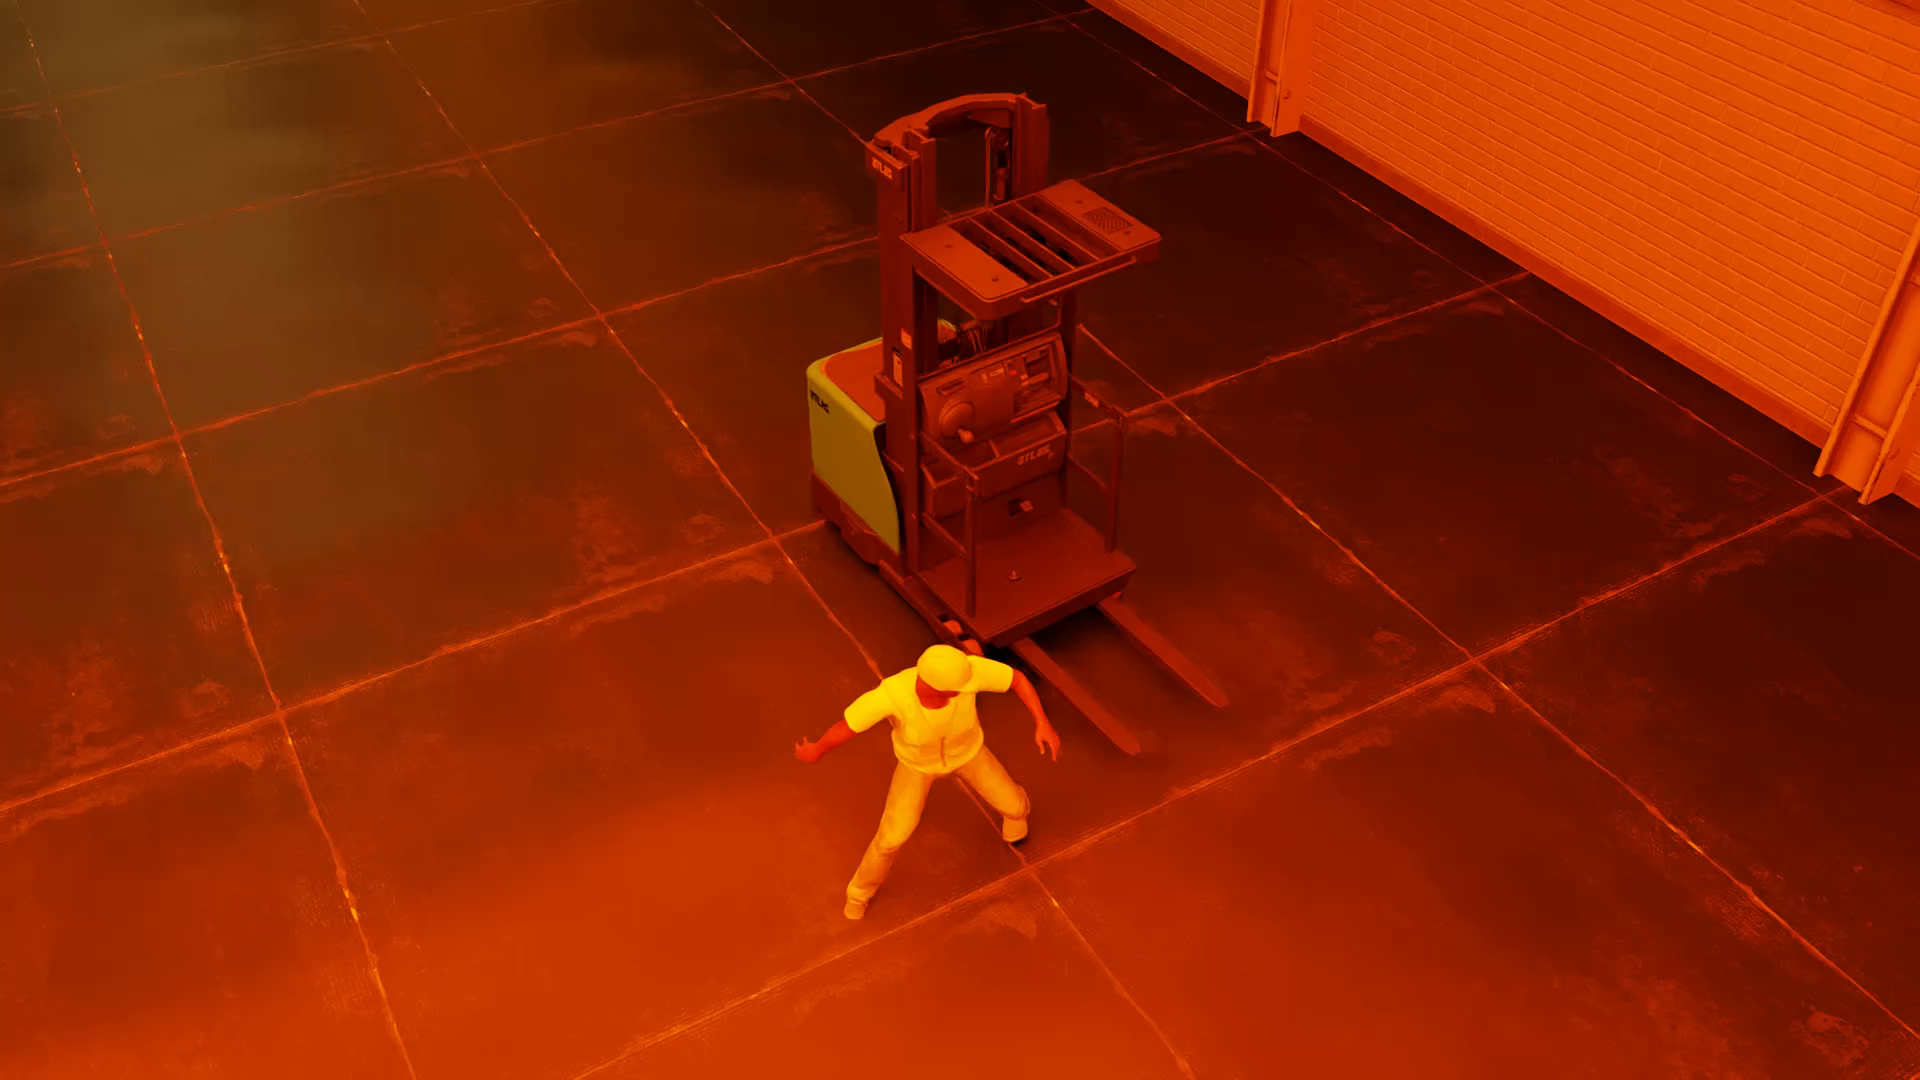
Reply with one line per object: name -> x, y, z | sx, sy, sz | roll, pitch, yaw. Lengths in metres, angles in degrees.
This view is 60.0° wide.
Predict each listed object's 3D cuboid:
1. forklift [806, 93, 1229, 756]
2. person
forklift -> 0.315, -0.753, 8.944 | 1.130, 2.935, 3.031 | -24, 45, -26
person -> -0.155, 1.074, 7.858 | 1.194, 1.707, 0.556 | -9, 40, -10
